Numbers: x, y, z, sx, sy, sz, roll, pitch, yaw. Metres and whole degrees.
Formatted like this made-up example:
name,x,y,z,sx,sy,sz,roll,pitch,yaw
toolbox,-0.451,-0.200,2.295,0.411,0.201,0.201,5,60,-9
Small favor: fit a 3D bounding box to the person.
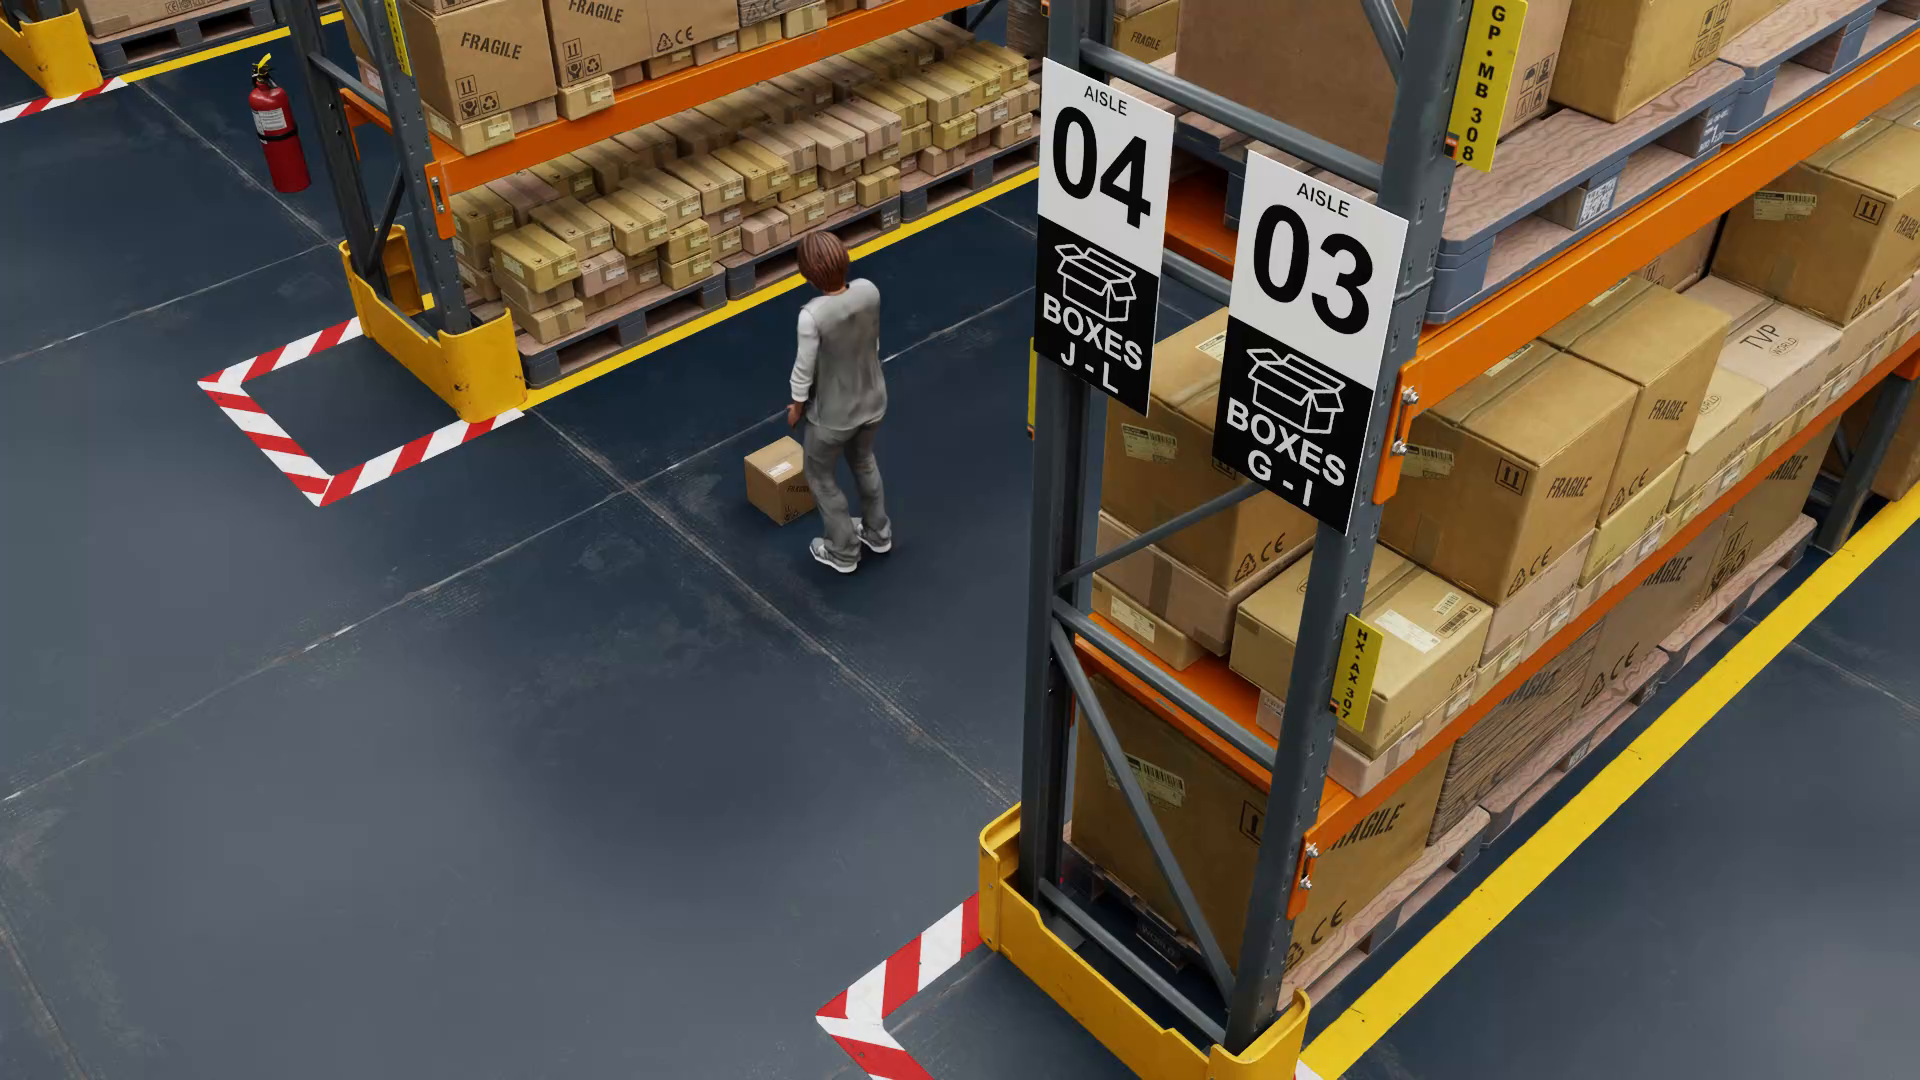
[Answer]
name,x,y,z,sx,sy,sz,roll,pitch,yaw
person,-0.494,-0.446,6.886,0.417,1.352,0.310,-30,48,-30
